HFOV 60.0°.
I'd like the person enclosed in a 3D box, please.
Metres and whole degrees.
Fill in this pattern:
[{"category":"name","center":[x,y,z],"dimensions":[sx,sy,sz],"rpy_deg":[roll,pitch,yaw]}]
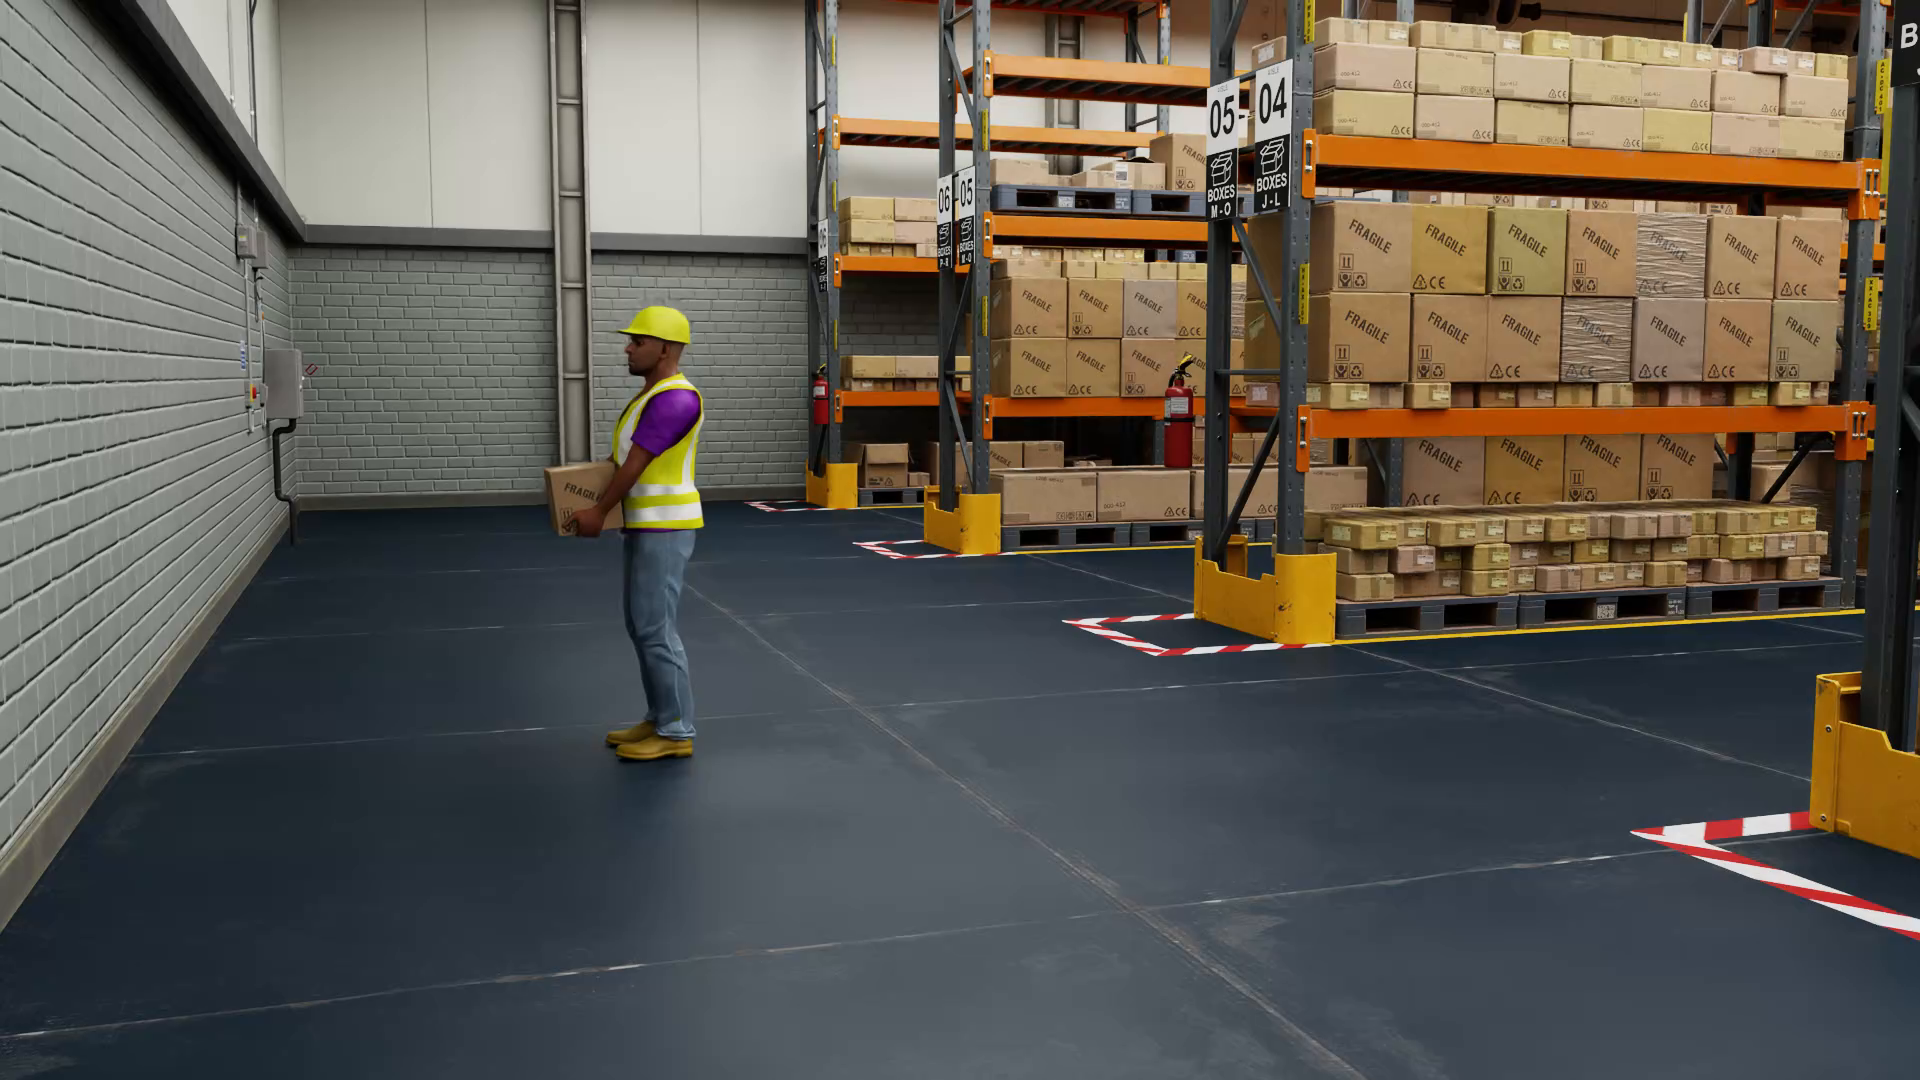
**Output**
[{"category":"person","center":[-1.293,-0.031,6.536],"dimensions":[0.559,1.763,0.505],"rpy_deg":[-2,6,-19]}]
